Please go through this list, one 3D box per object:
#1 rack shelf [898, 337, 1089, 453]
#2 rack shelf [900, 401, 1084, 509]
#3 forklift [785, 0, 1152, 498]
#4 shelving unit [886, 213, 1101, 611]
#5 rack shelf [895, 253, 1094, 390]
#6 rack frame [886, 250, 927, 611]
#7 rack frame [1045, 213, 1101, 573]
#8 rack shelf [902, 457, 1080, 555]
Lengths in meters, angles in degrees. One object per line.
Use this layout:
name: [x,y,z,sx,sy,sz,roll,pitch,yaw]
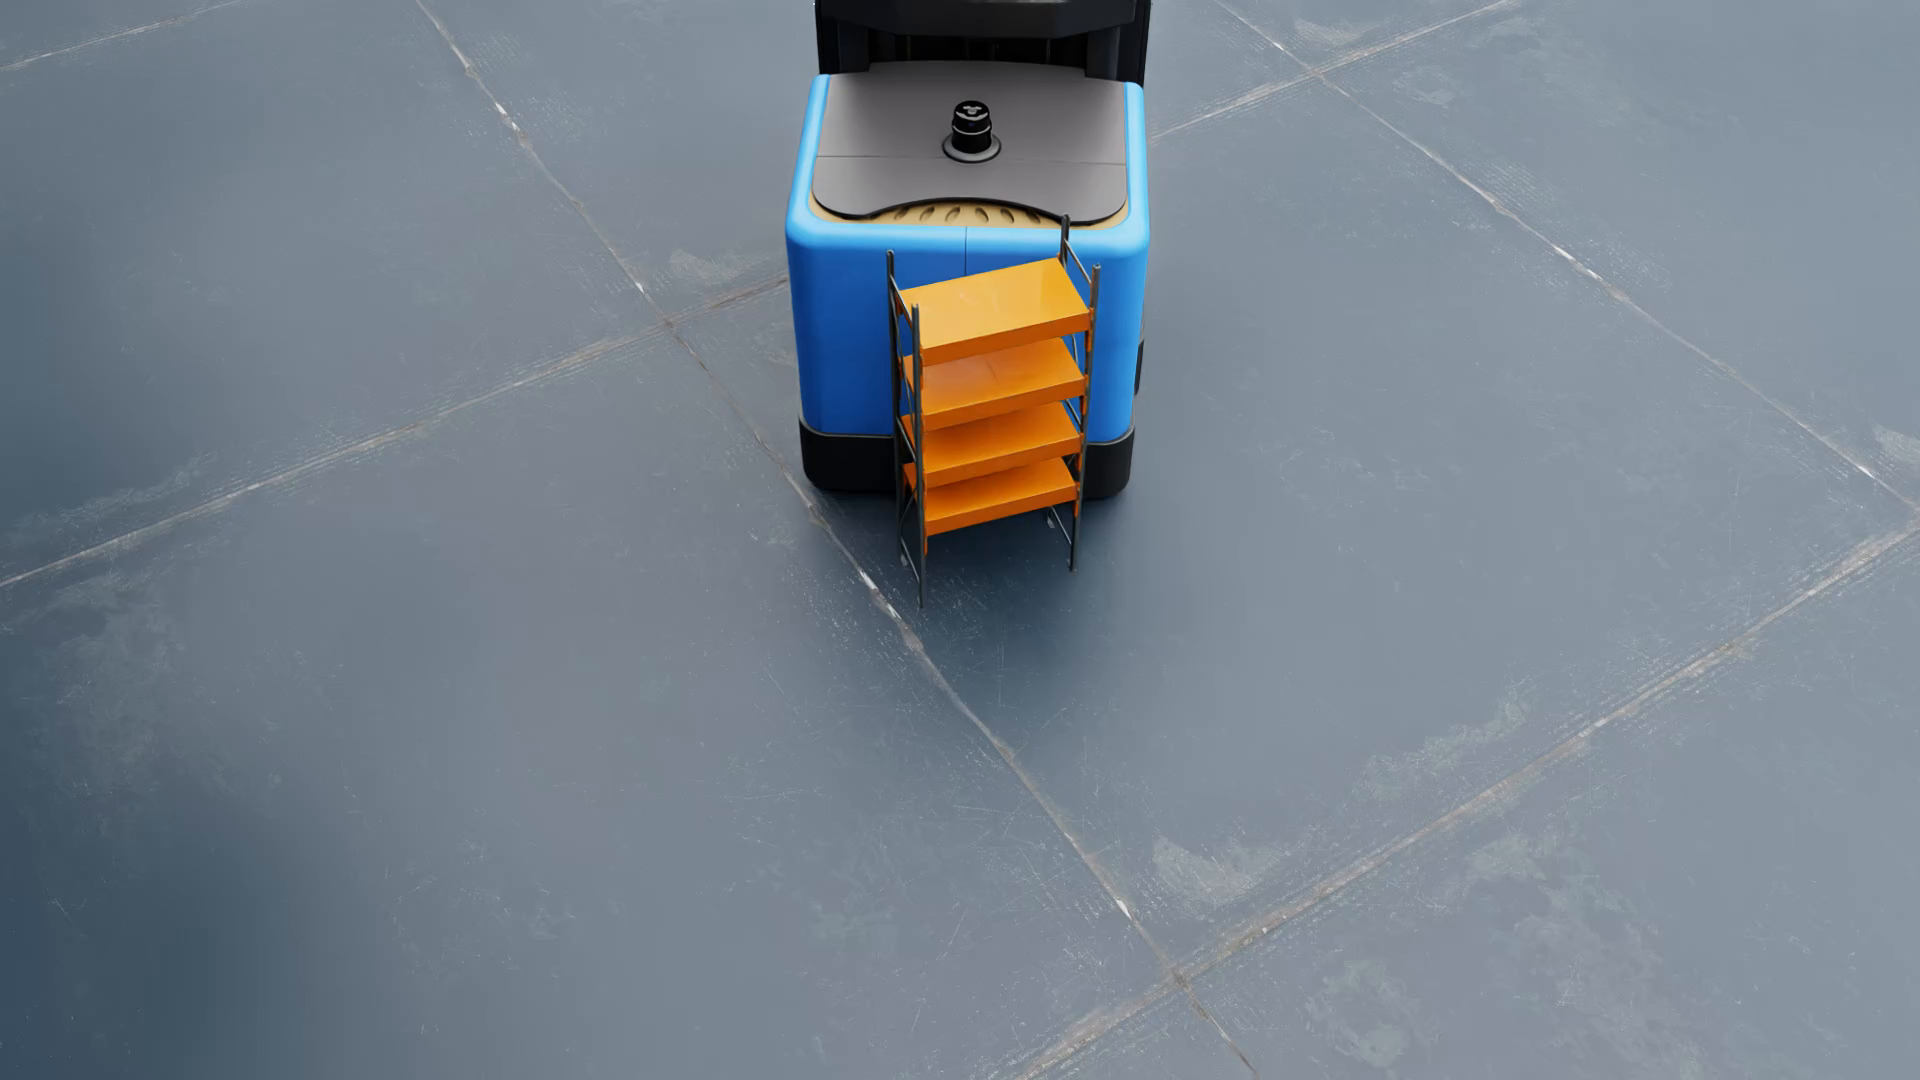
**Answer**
rack shelf: [0.085,-0.430,4.620,0.480,0.148,0.258,-14,50,-12]
rack shelf: [0.085,-0.281,4.787,0.480,0.148,0.258,-14,50,-12]
forklift: [0.084,-2.203,5.249,1.130,2.935,3.031,2,48,2]
shelving unit: [0.085,-0.326,4.737,0.503,1.200,0.258,-14,50,-12]
rack shelf: [0.085,-0.588,4.444,0.480,0.148,0.258,-14,50,-12]
rack frame: [-0.147,-0.268,4.686,0.015,1.200,0.240,-14,50,-12]
rack frame: [0.316,-0.384,4.788,0.015,1.200,0.240,-14,50,-12]
rack shelf: [0.085,-0.149,4.936,0.480,0.148,0.258,-14,50,-12]
